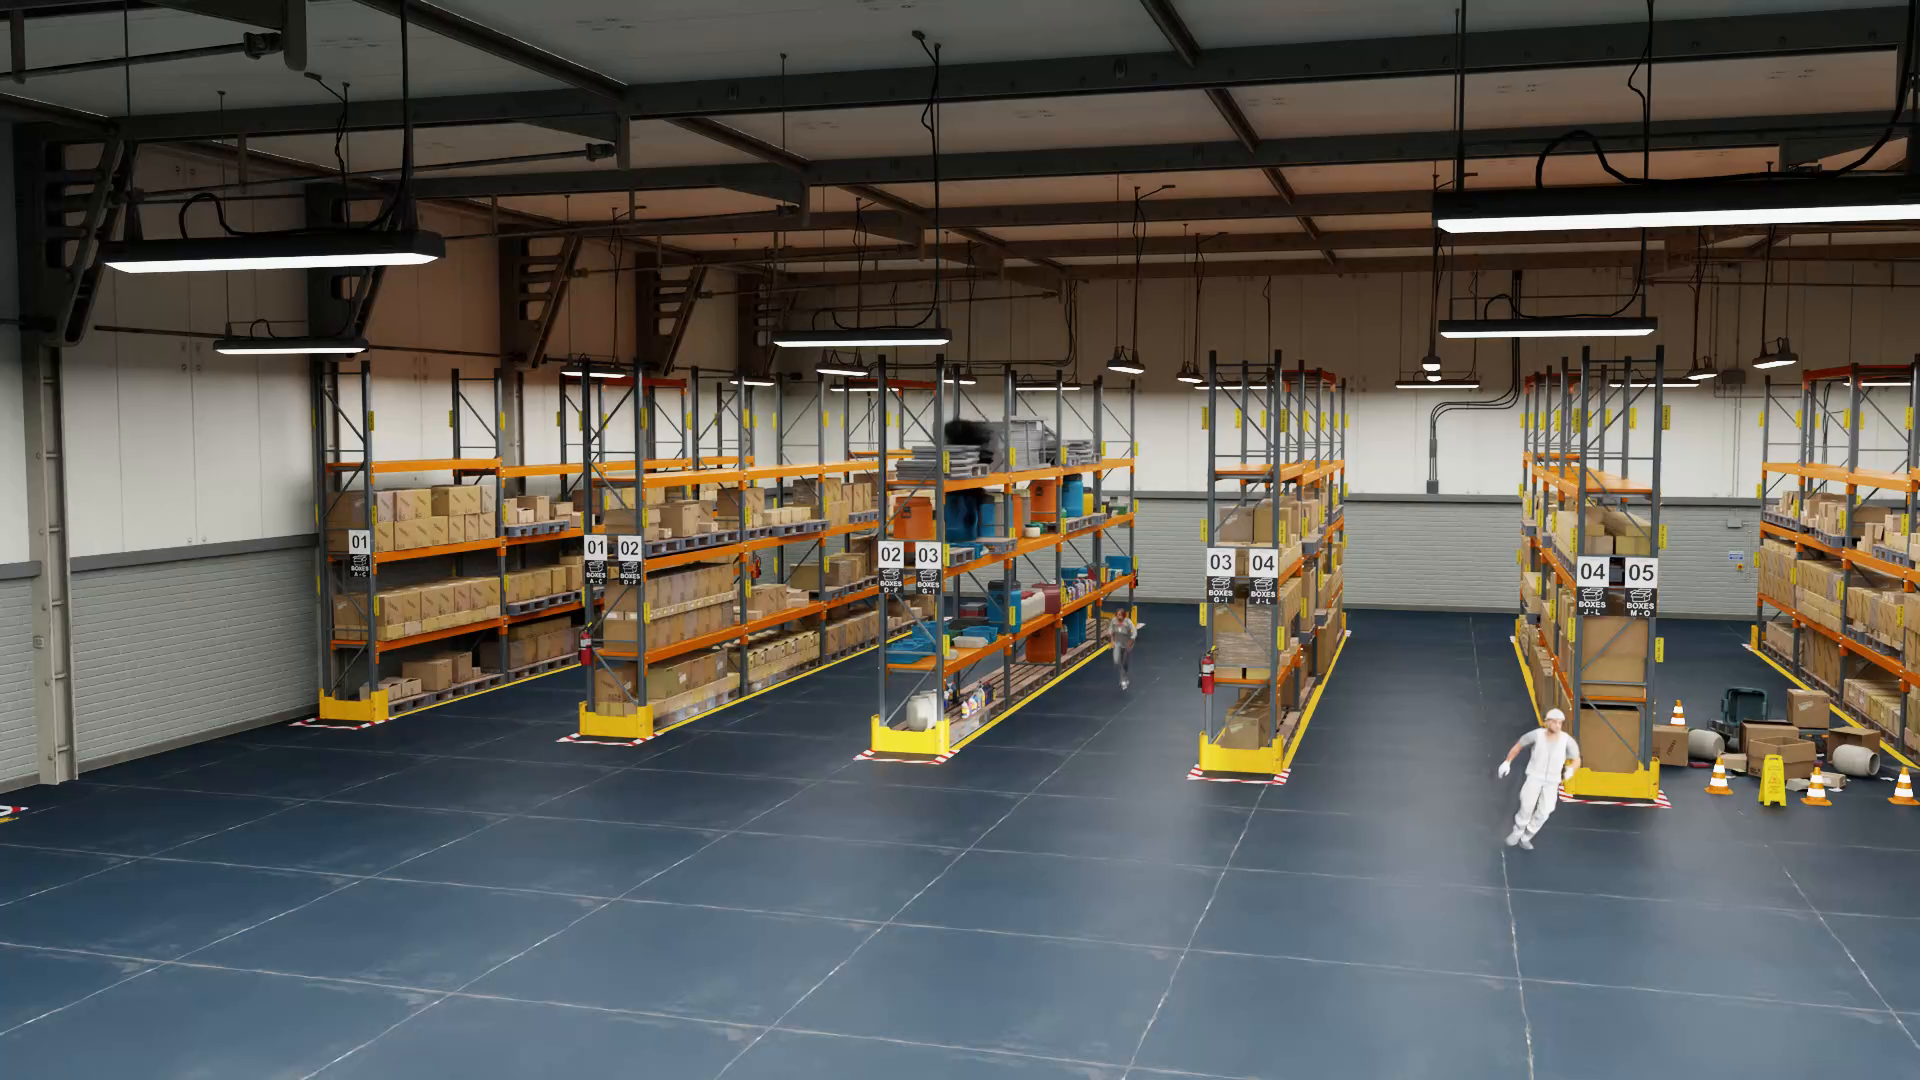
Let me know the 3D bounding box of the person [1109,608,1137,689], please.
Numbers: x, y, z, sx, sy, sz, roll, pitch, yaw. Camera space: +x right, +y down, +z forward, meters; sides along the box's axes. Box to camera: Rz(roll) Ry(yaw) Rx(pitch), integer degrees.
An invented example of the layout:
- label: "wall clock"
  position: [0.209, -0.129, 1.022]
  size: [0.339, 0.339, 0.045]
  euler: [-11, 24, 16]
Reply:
- label: "person"
  position: [2.932, 1.906, 29.755]
  size: [0.529, 1.468, 0.885]
  euler: [1, 4, 15]

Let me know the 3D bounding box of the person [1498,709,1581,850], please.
- label: "person"
  position: [6.766, 2.789, 19.308]
  size: [0.862, 1.674, 0.653]
  euler: [0, 4, 4]
